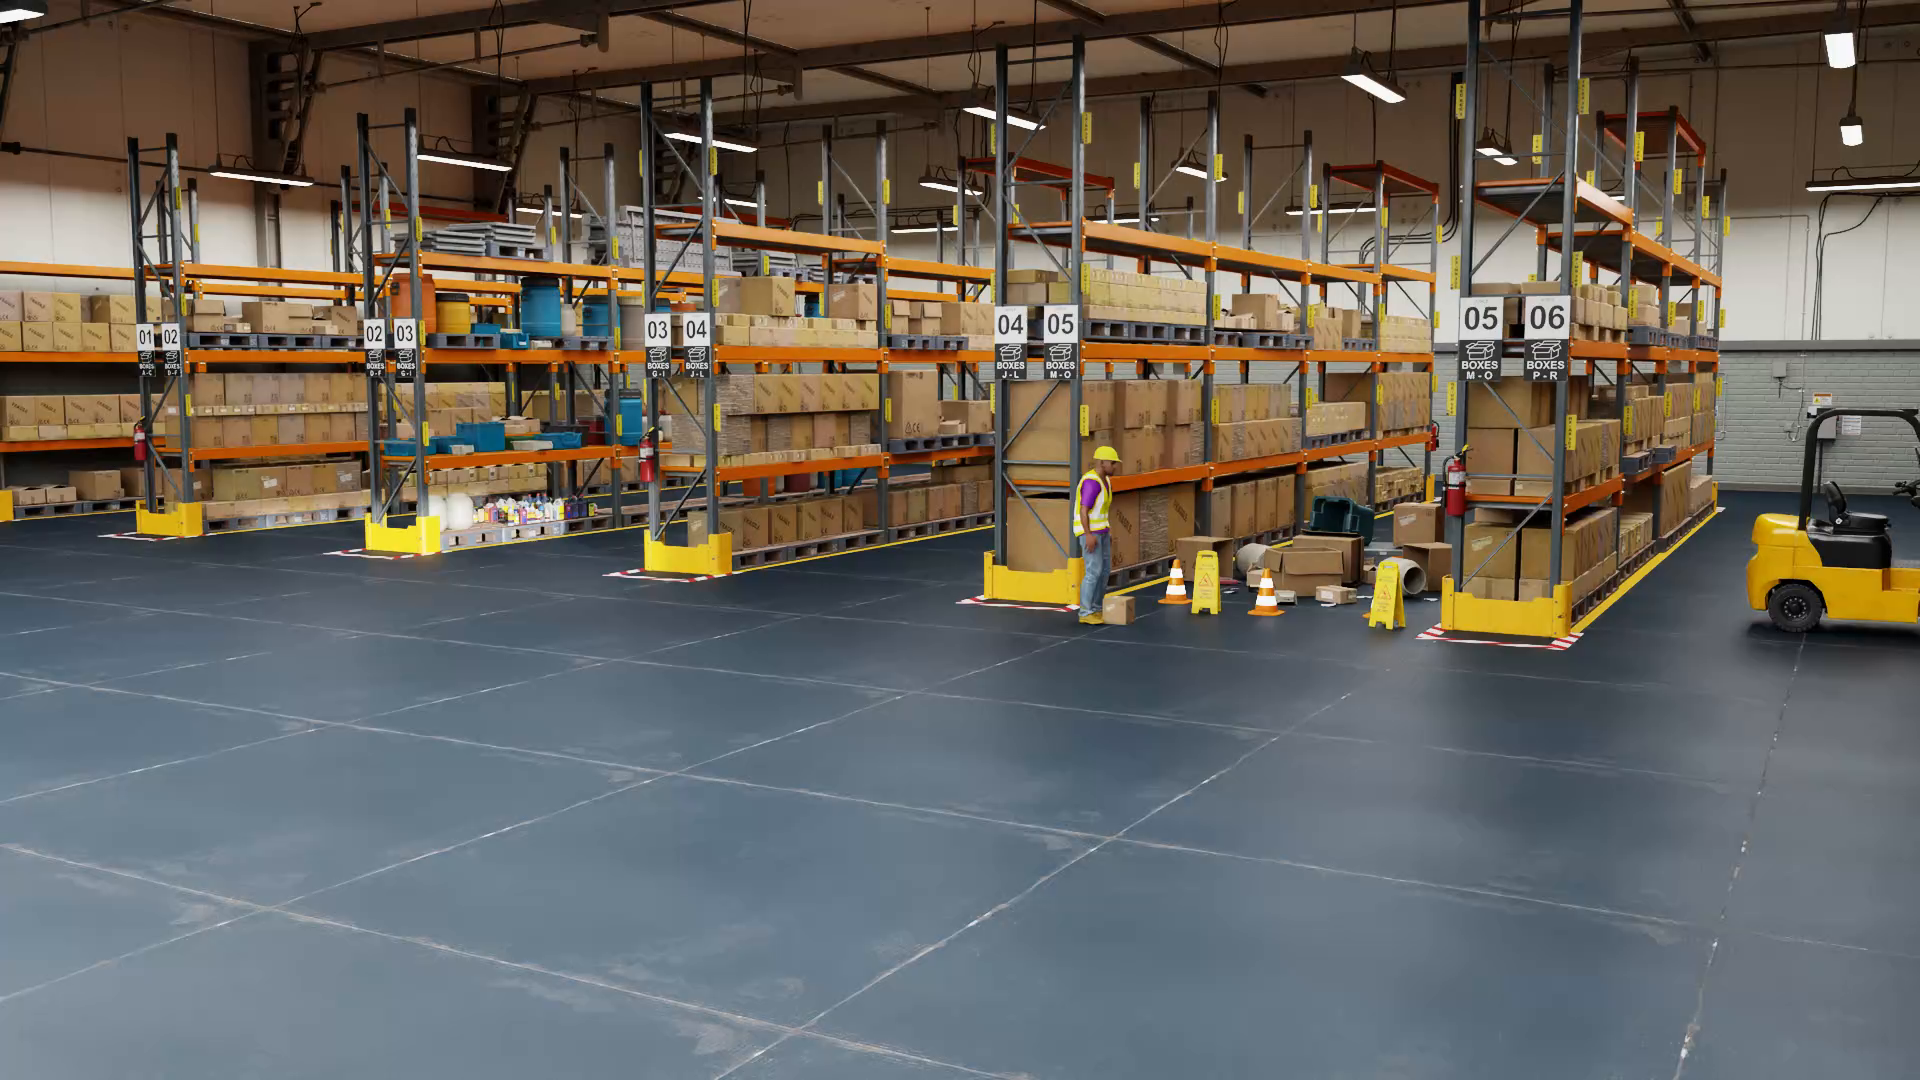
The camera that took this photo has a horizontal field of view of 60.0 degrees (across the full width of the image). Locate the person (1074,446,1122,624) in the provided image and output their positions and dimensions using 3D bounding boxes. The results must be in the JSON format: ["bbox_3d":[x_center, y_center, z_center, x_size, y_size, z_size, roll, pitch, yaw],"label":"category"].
[{"bbox_3d":[1.381,-0.057,16.631,0.461,1.755,0.631,3,7,25],"label":"person"}]
